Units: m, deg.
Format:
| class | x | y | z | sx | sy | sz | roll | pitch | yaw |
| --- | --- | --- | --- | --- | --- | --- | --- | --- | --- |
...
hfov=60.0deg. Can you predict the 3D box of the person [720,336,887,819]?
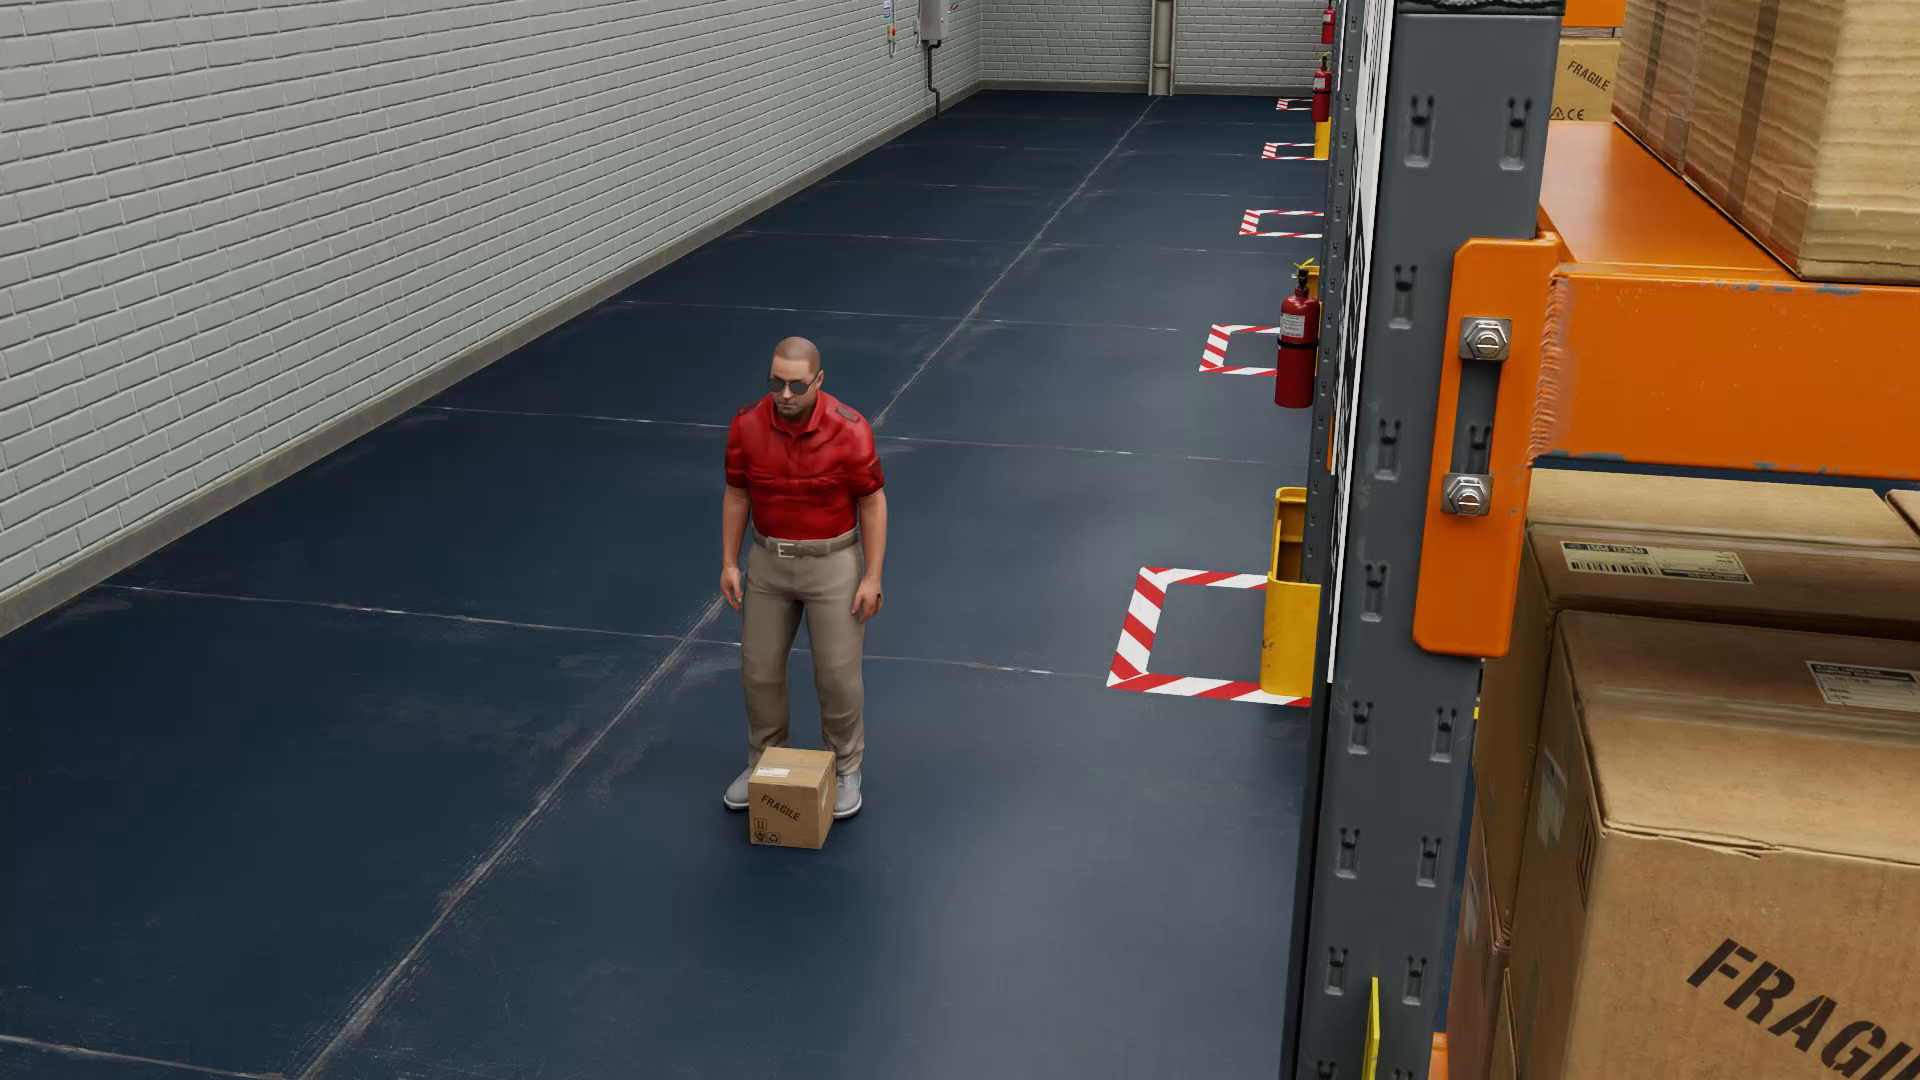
| class | x | y | z | sx | sy | sz | roll | pitch | yaw |
| --- | --- | --- | --- | --- | --- | --- | --- | --- | --- |
| person | -0.546 | 0.123 | 5.790 | 0.586 | 1.727 | 0.390 | 4 | 22 | 11 |
